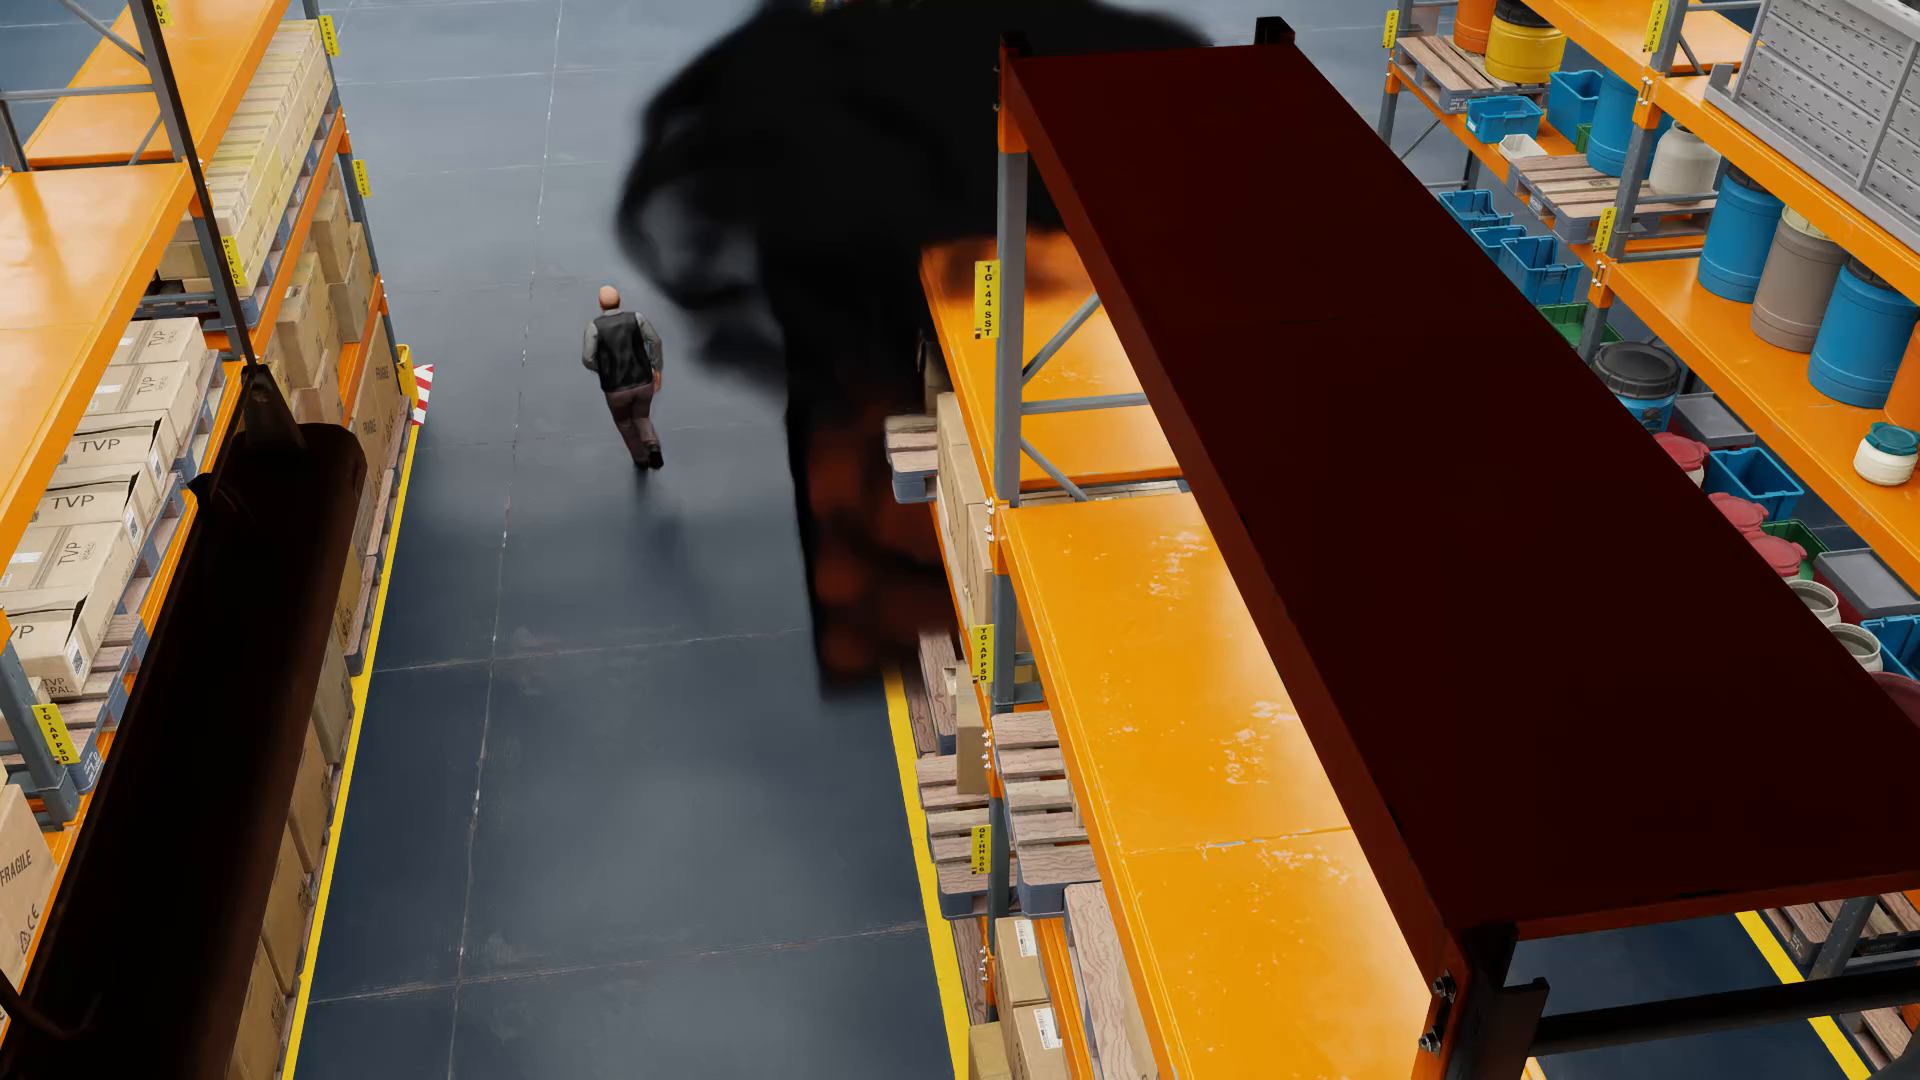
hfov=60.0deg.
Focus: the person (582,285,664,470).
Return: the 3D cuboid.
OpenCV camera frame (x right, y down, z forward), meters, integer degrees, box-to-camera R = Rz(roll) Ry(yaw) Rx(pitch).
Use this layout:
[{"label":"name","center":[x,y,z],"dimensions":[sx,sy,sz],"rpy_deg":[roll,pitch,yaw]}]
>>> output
[{"label":"person","center":[-2.735,-1.236,13.780],"dimensions":[0.656,1.664,0.815],"rpy_deg":[-20,41,-25]}]
